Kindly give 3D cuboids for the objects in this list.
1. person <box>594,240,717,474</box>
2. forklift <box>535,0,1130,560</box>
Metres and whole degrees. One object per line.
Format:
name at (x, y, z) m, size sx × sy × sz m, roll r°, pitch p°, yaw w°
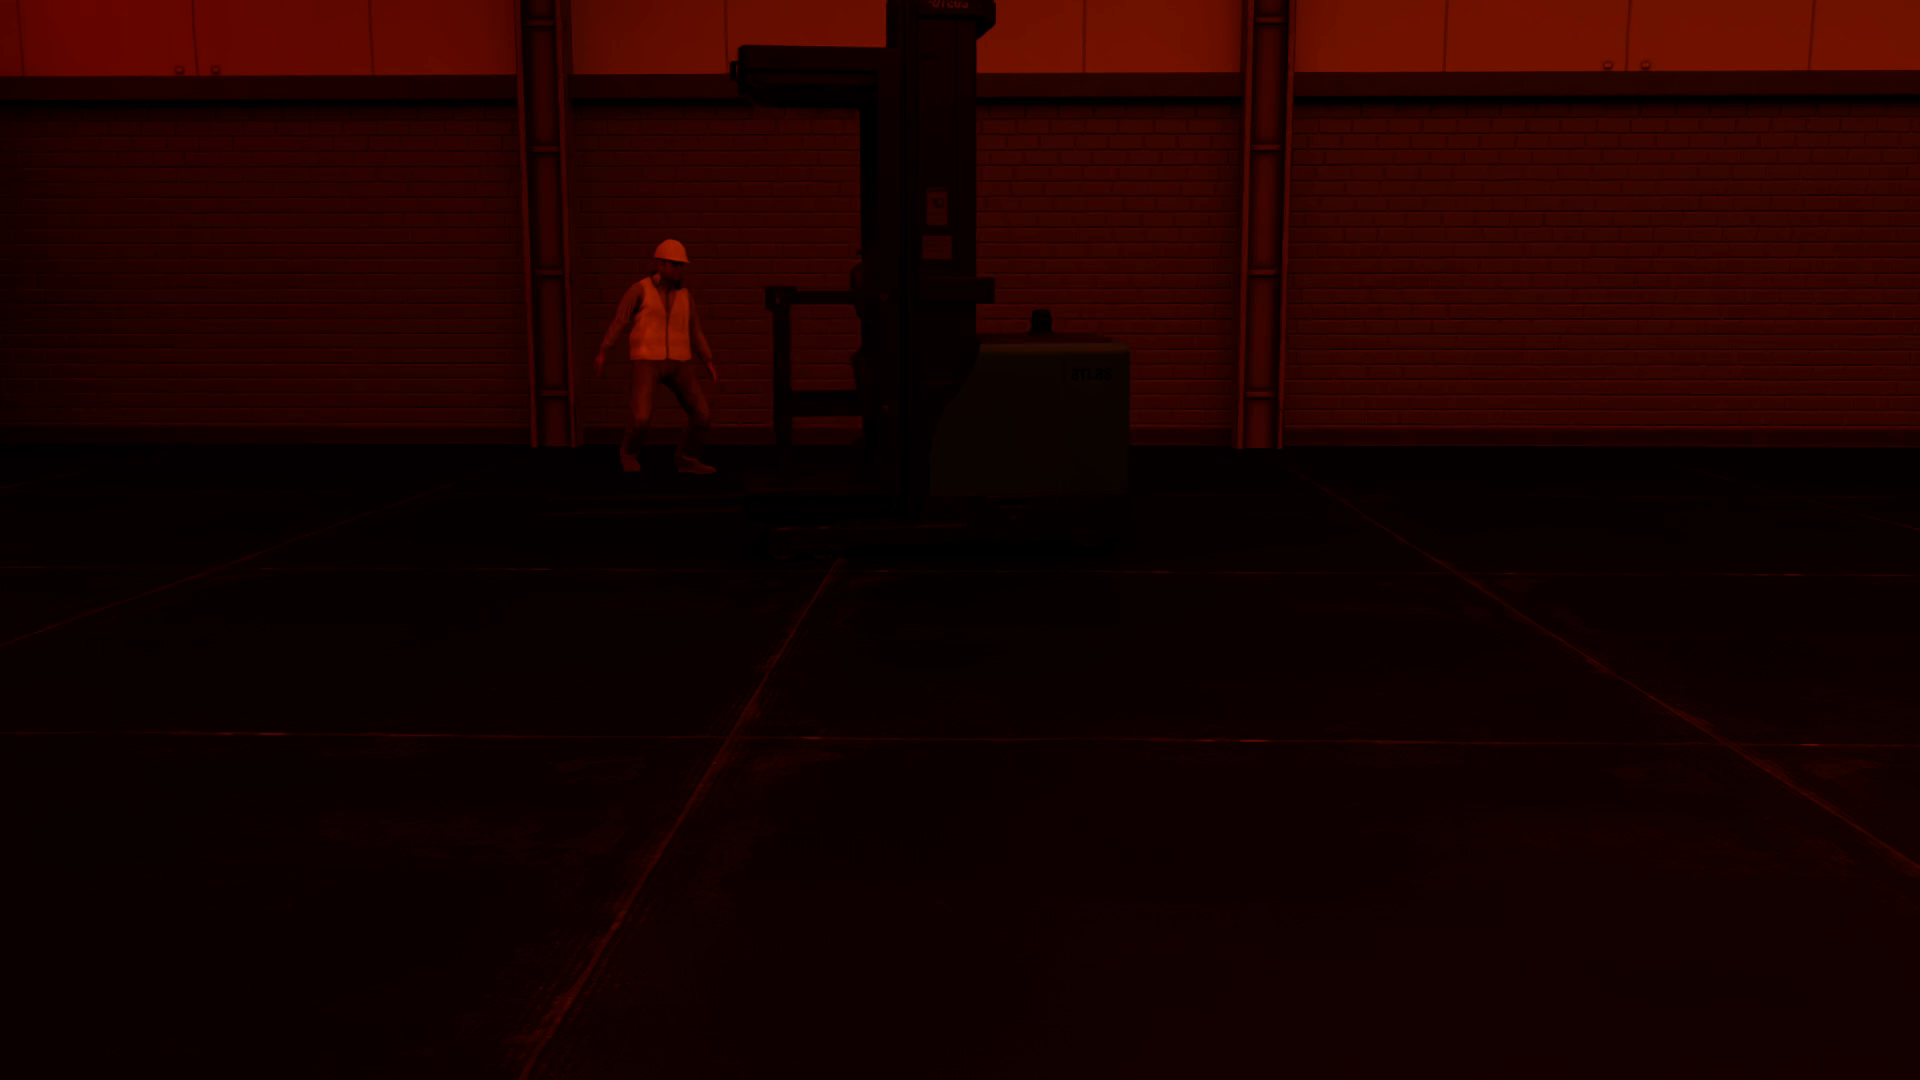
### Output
person at (-2.170, -1.288, 11.879) m, size 0.874 × 1.689 × 0.486 m, roll -4°, pitch 10°, yaw -27°
forklift at (-0.674, -1.433, 8.677) m, size 3.031 × 2.935 × 1.130 m, roll -1°, pitch 9°, yaw -8°
